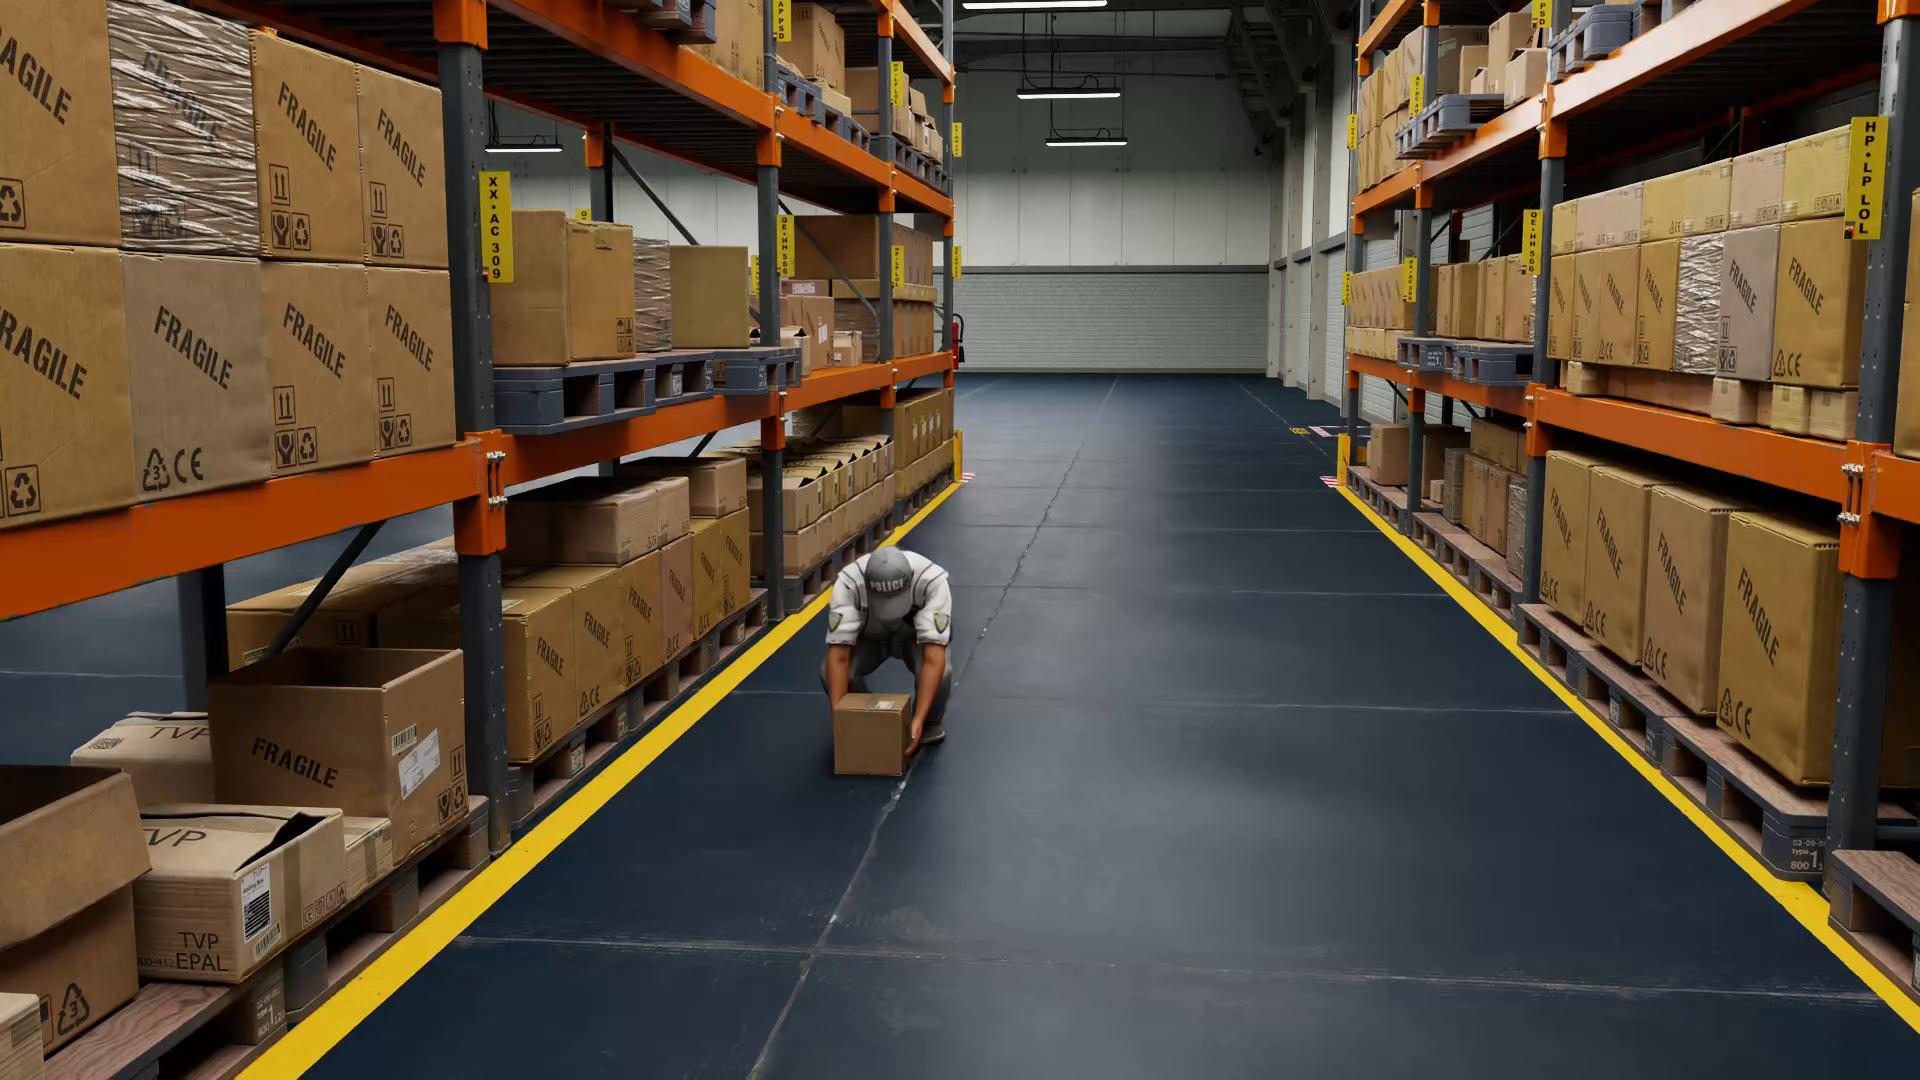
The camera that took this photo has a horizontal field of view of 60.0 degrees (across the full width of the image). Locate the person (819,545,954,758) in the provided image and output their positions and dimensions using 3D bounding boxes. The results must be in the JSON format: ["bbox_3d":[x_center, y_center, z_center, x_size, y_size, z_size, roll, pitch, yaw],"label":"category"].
[{"bbox_3d":[-0.276,0.394,6.512,0.520,0.837,0.867,1,8,7],"label":"person"}]
